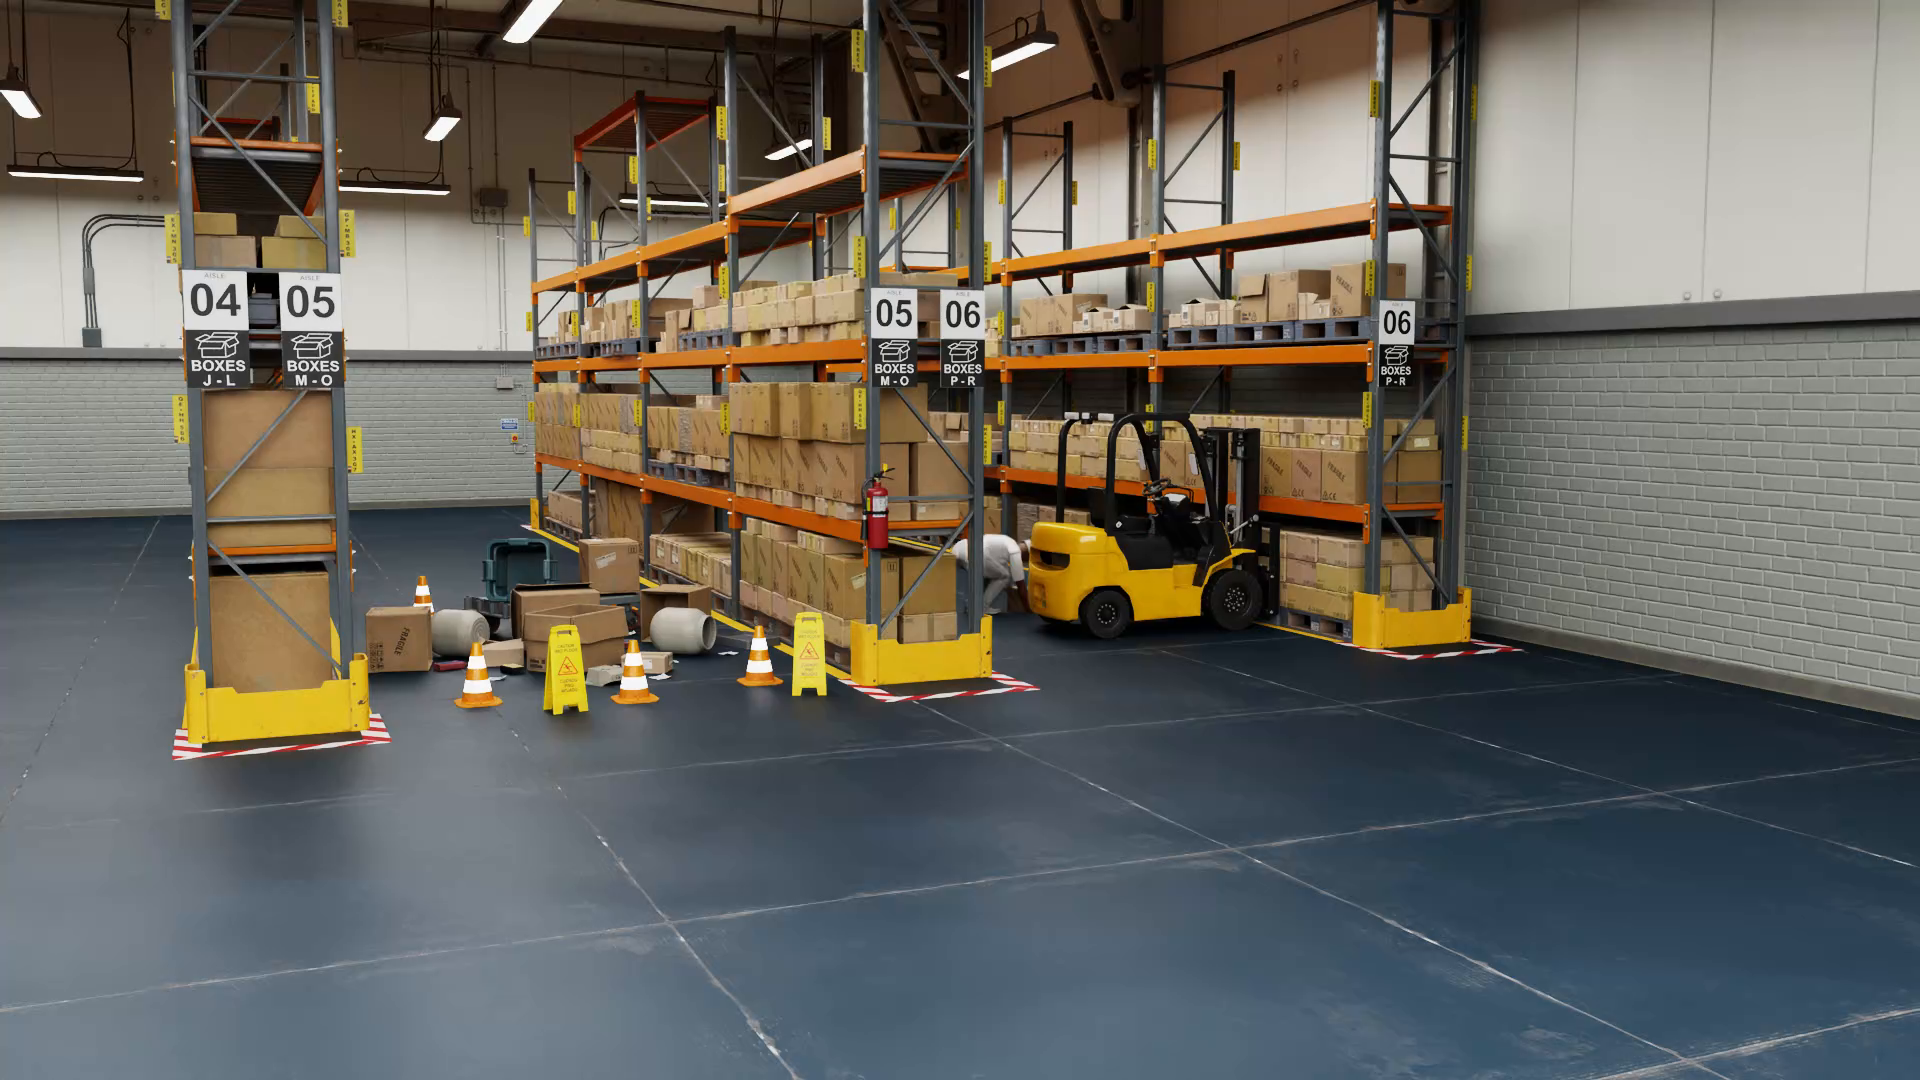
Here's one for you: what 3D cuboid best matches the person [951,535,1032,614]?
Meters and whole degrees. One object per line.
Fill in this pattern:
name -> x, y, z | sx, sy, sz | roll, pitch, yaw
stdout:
person -> 0.384, 0.364, 17.795 | 0.980, 0.862, 0.517 | -3, 6, -26
